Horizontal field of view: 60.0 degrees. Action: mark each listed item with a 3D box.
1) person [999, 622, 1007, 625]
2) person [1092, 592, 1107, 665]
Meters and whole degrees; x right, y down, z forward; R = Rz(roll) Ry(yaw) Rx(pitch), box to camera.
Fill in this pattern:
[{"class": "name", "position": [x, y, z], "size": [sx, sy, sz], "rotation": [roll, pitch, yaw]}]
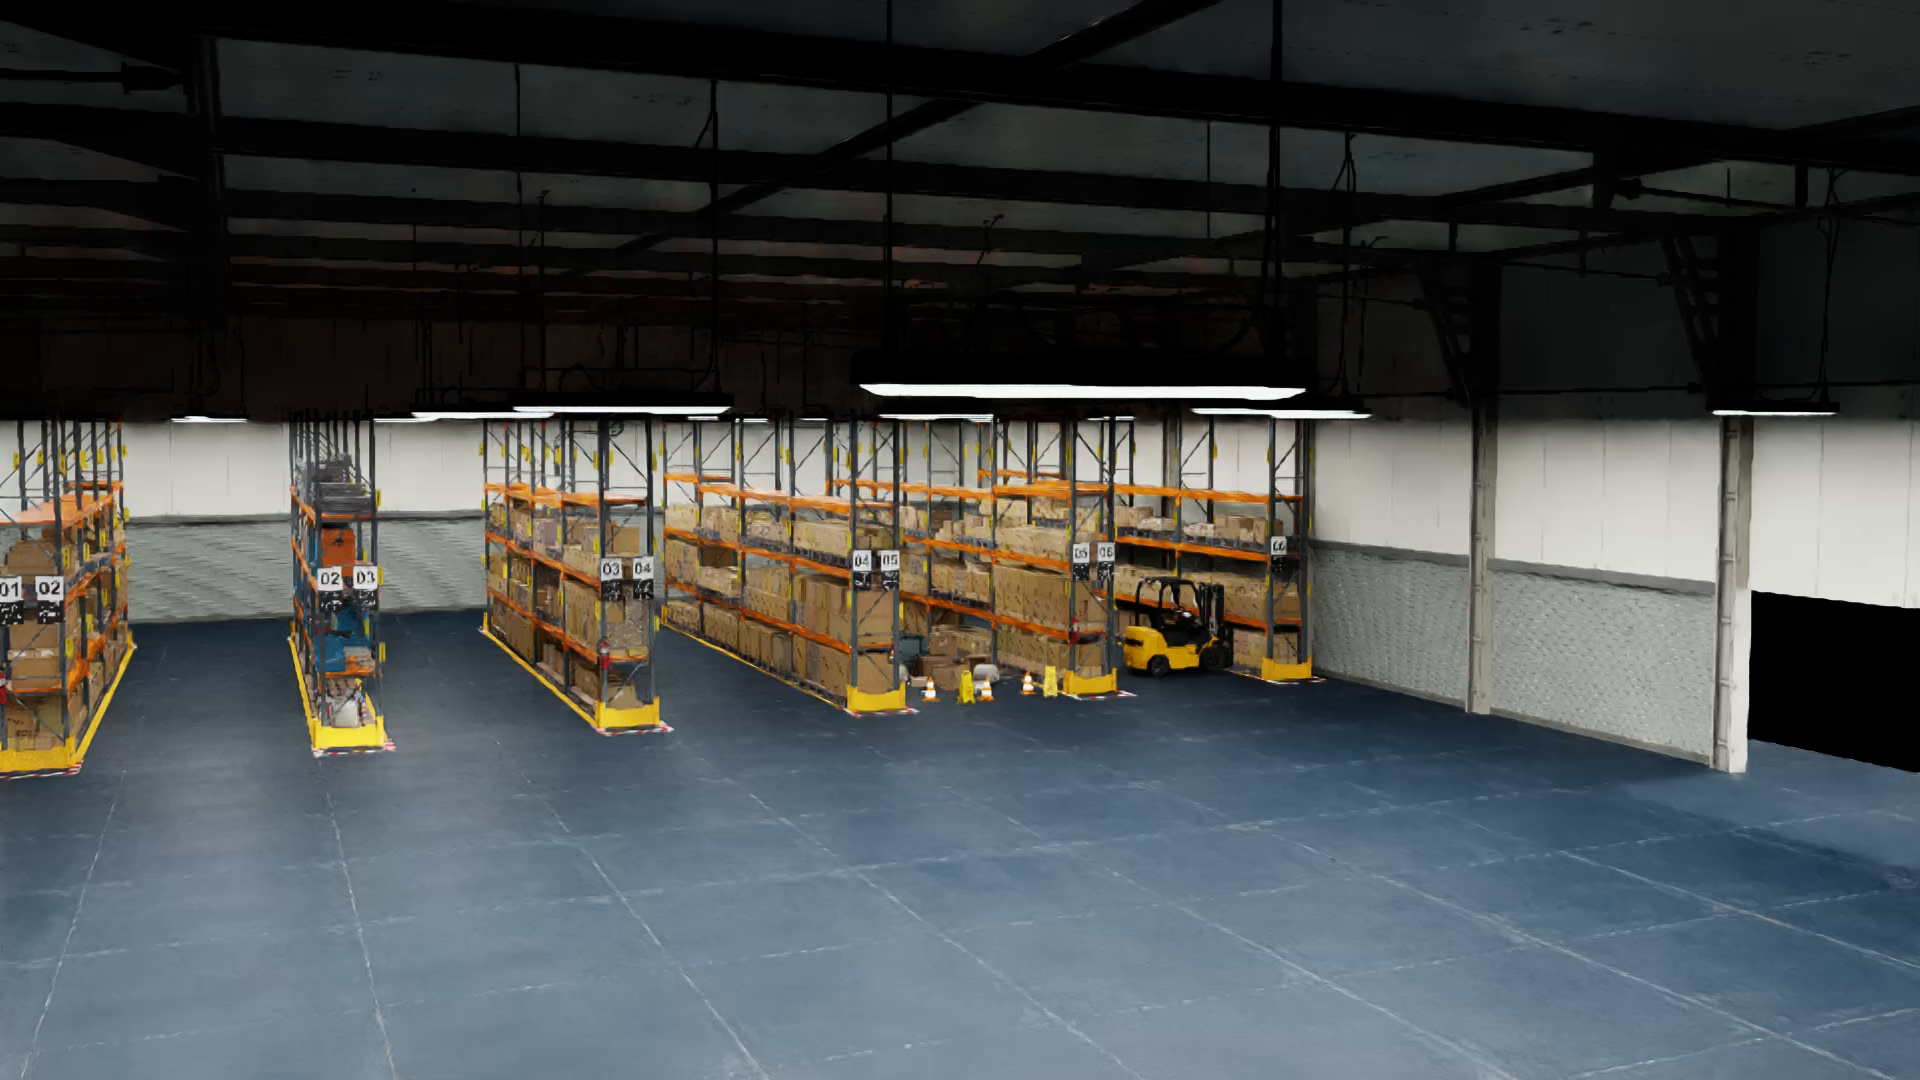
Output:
[{"class": "person", "position": [1.383, 1.623, 46.990], "size": [0.542, 1.588, 0.529], "rotation": [0, 4, -4]}, {"class": "person", "position": [3.240, 2.093, 39.428], "size": [0.498, 1.723, 0.588], "rotation": [0, 4, 6]}]
